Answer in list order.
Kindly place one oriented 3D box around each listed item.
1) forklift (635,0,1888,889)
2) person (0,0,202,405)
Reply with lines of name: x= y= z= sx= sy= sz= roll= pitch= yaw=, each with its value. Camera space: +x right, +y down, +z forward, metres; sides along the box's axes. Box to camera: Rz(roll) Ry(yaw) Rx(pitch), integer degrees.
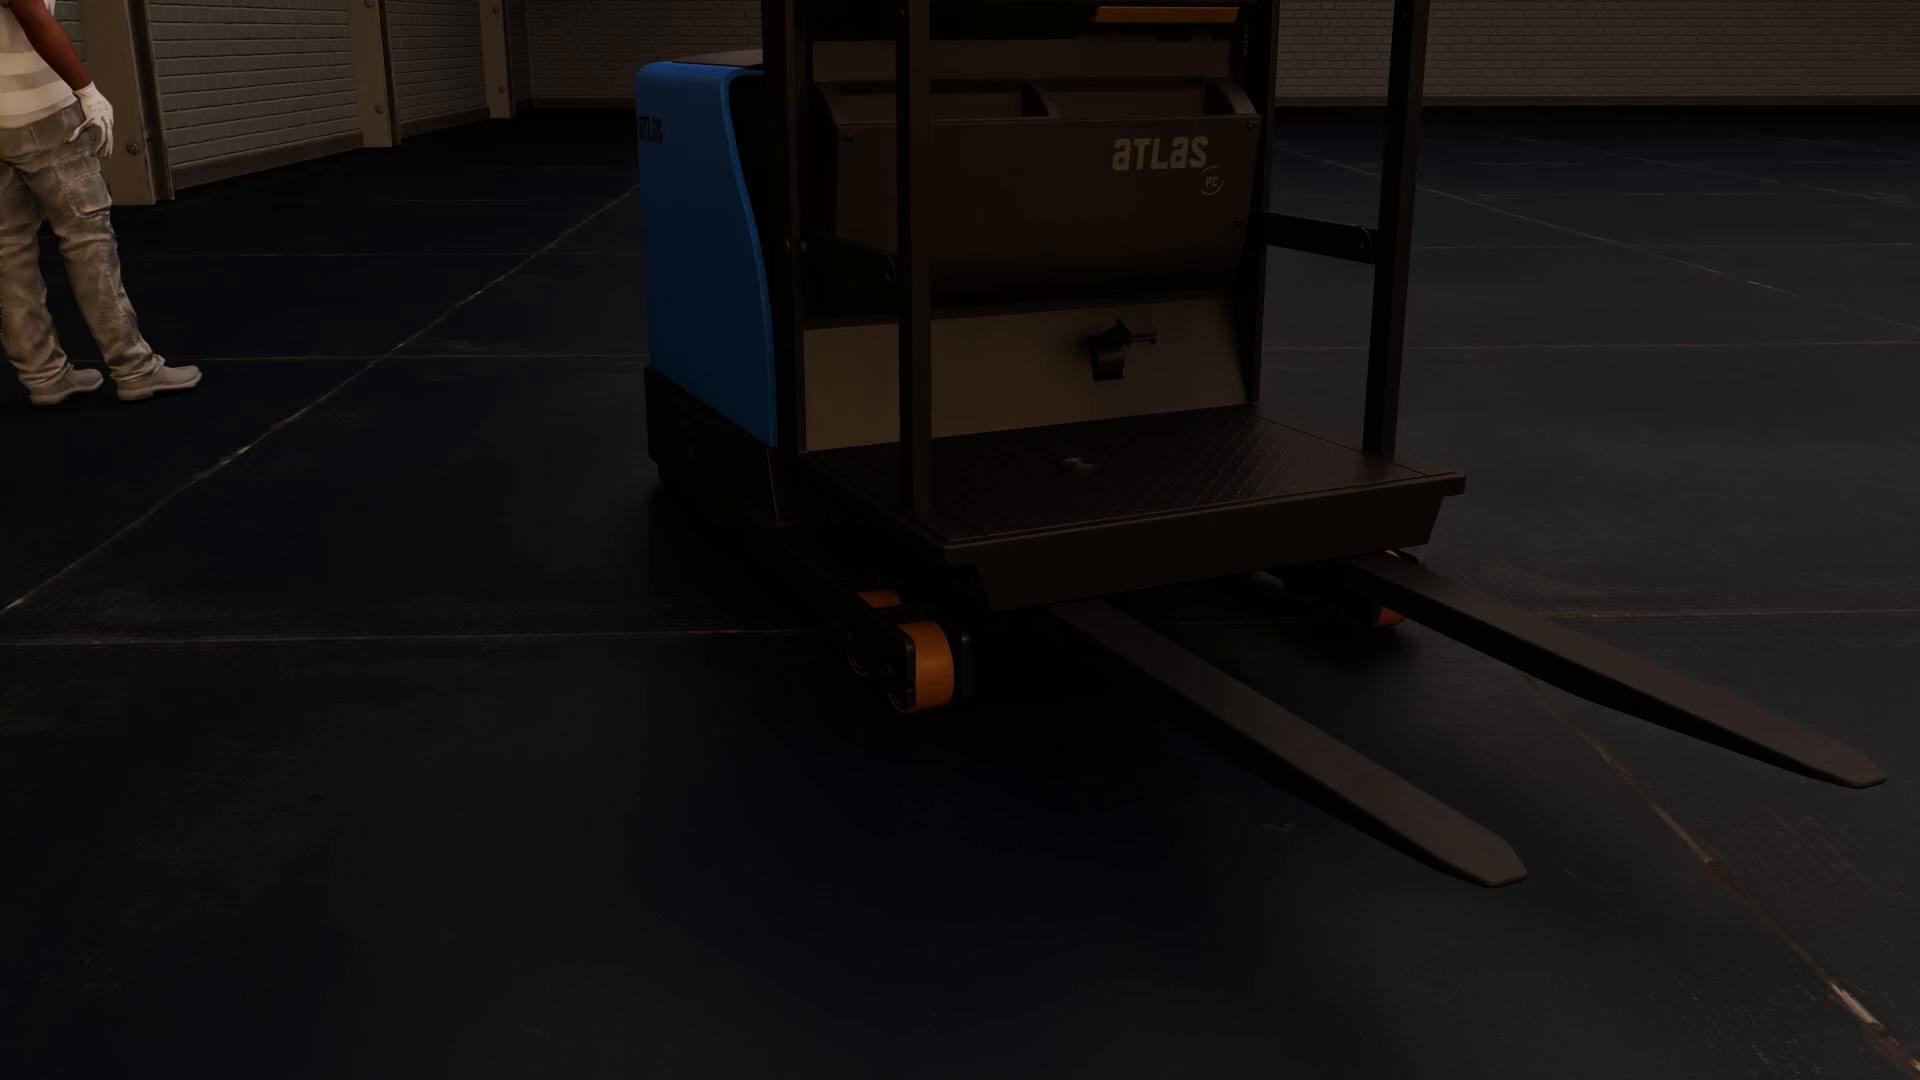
forklift: x=0.258 y=-1.240 z=2.962 sx=1.130 sy=2.935 sz=3.031 roll=-8 pitch=19 yaw=-24
person: x=-2.888 y=-1.322 z=5.173 sx=0.669 sy=1.786 sz=0.577 roll=5 pitch=18 yaw=17
